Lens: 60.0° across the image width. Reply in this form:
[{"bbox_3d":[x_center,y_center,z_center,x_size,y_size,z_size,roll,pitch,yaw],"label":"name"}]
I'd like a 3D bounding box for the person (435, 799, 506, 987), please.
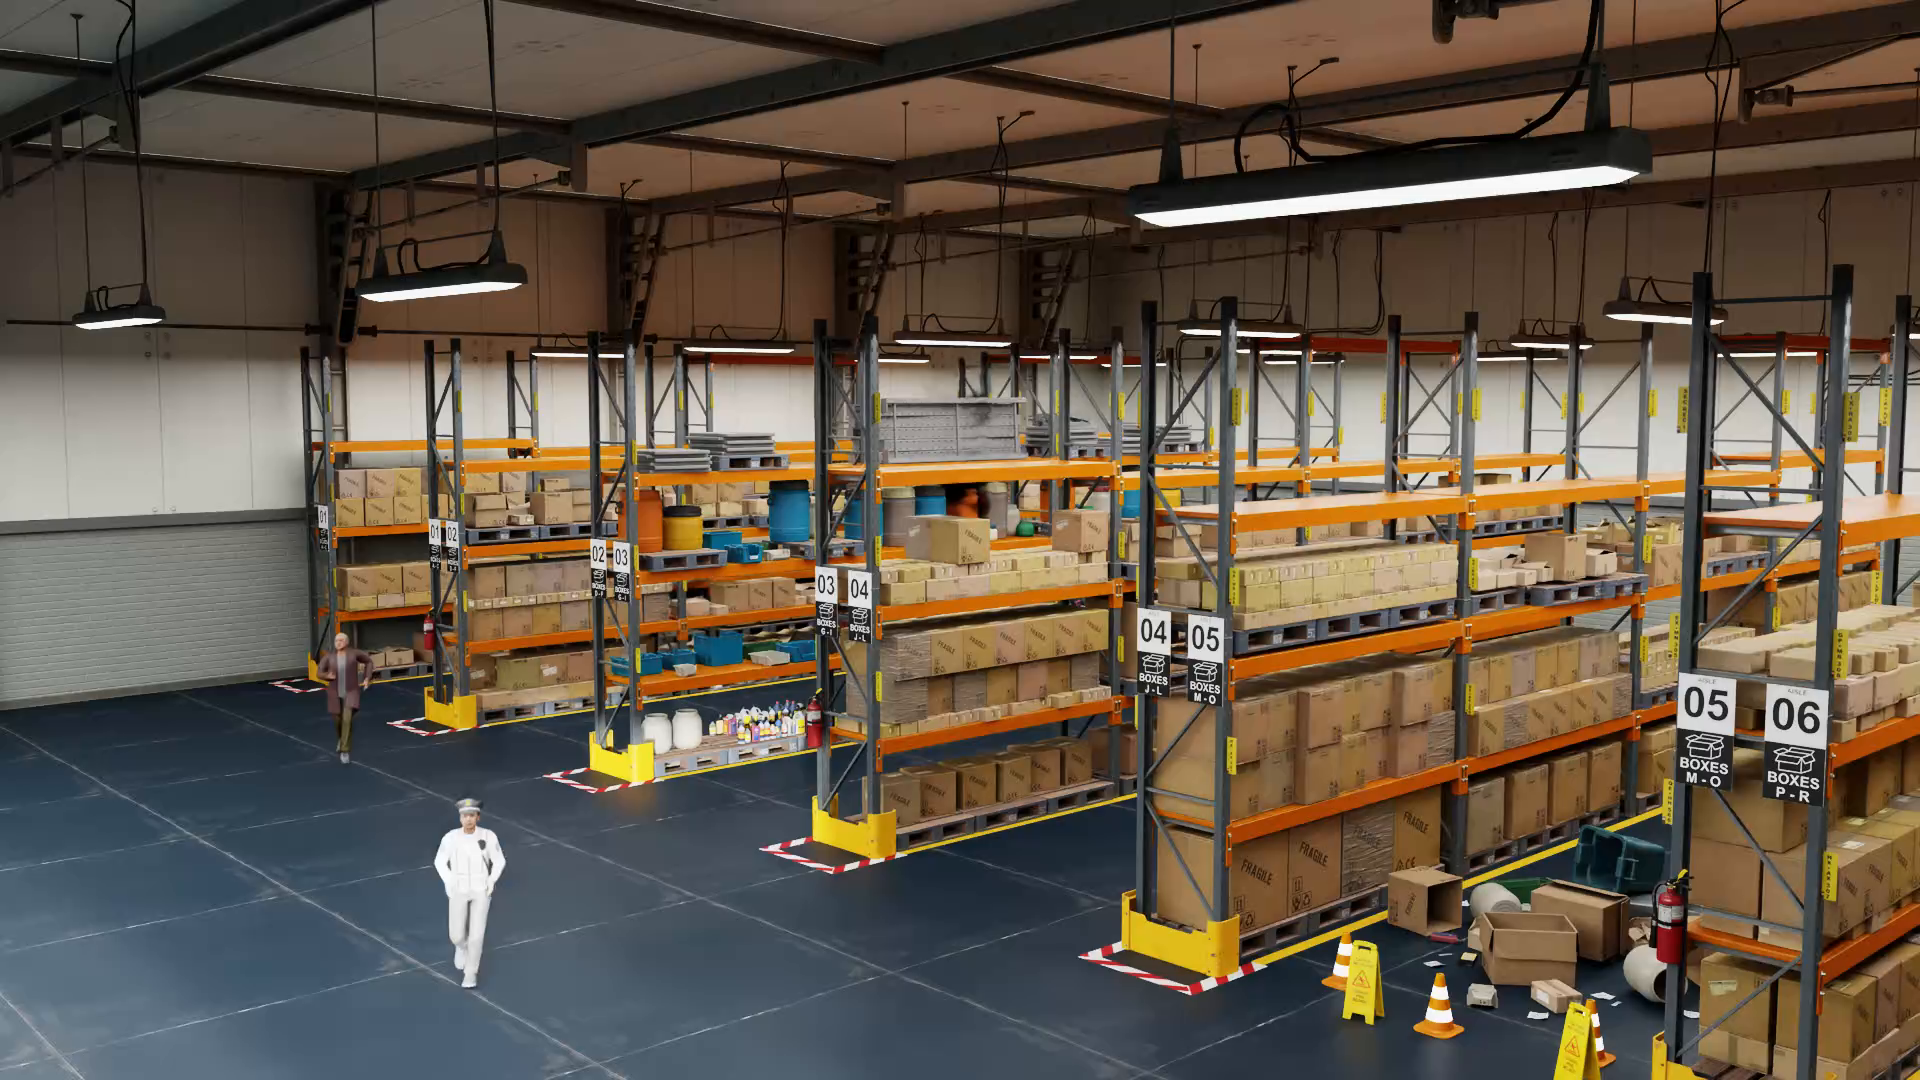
[{"bbox_3d":[-4.281,3.065,14.553,0.600,1.645,0.541,-1,5,-15],"label":"person"}]

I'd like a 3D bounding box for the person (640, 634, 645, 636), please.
[{"bbox_3d":[-5.883,1.657,30.299,0.683,1.704,0.580,-4,7,-41],"label":"person"}]

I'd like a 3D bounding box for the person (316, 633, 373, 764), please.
[{"bbox_3d":[-8.717,2.194,23.516,0.731,1.756,1.100,-1,5,-9],"label":"person"}]
